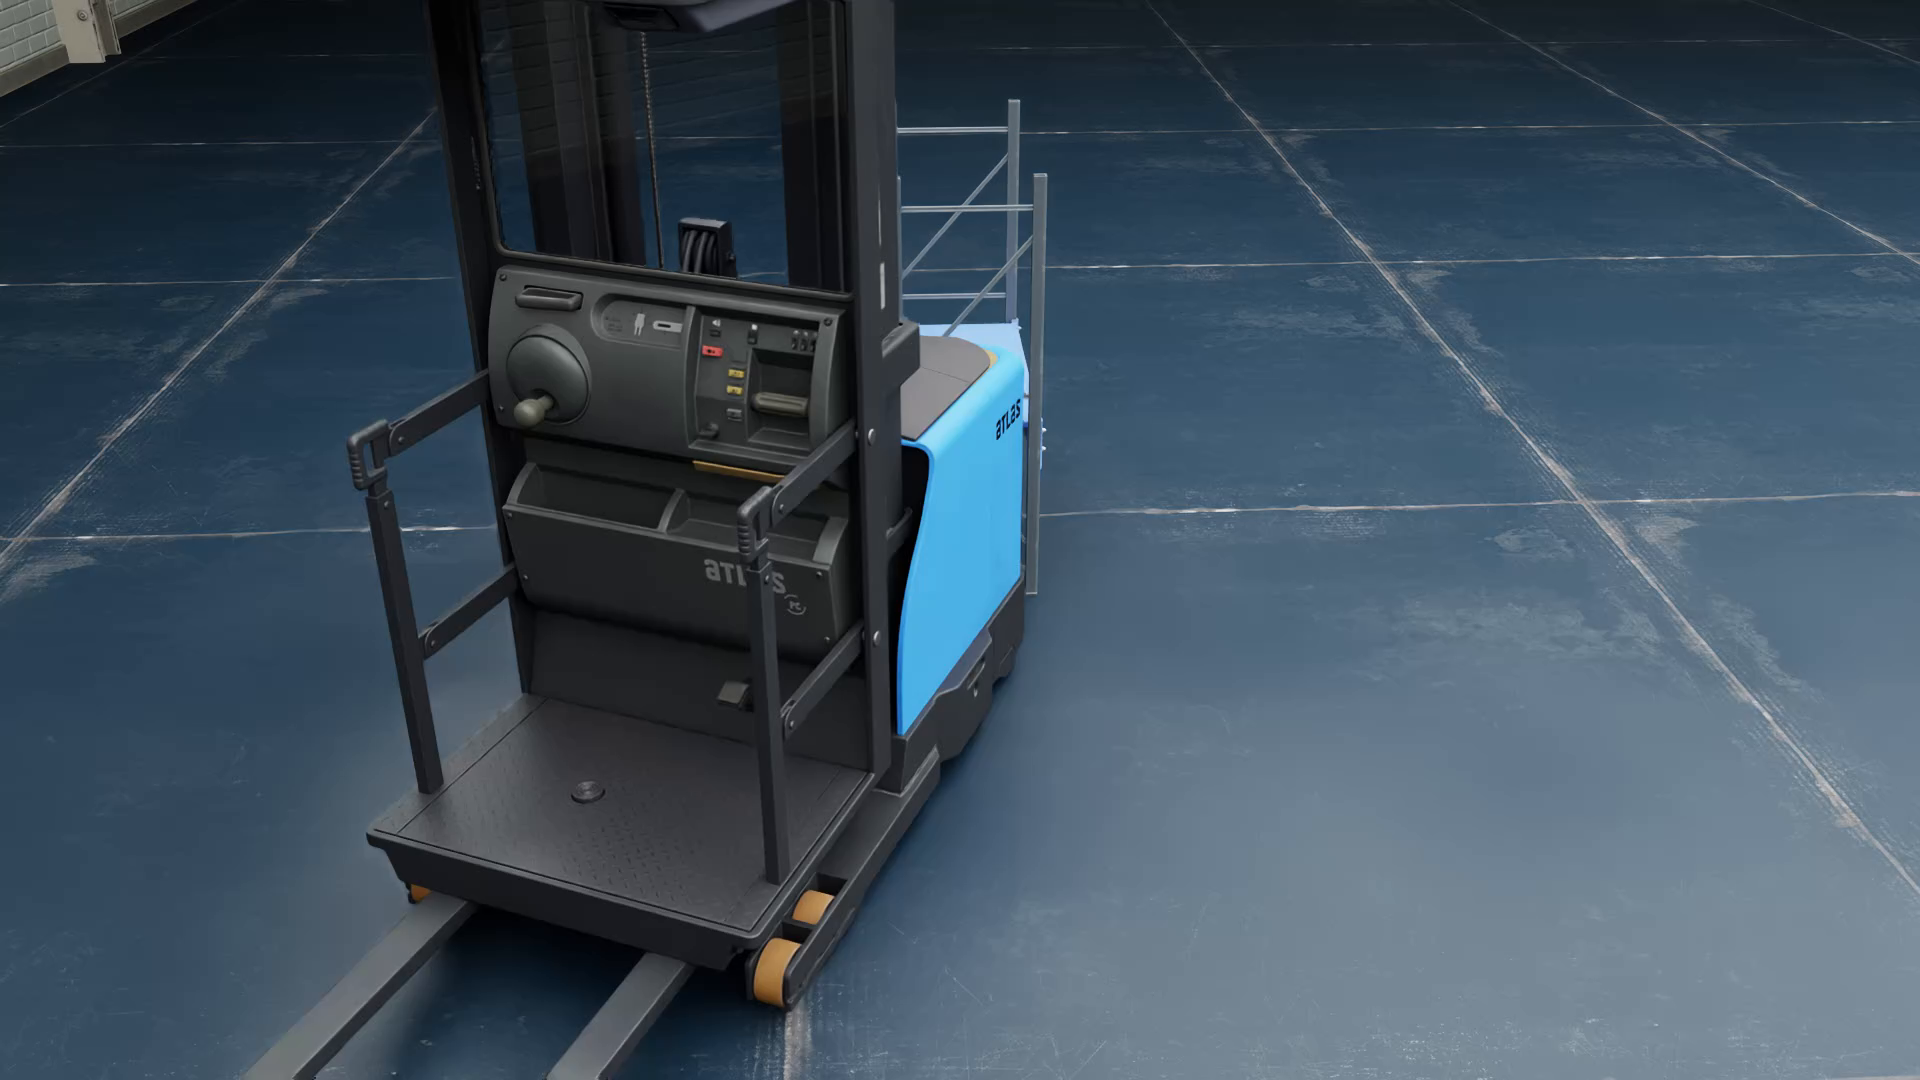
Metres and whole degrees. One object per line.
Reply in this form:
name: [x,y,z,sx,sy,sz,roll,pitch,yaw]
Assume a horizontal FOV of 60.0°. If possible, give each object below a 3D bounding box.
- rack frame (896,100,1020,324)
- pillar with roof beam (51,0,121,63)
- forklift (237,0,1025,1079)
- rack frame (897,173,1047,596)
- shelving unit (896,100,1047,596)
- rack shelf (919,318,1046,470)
rack frame: [-0.031,-0.939,6.429,0.500,1.500,0.032,-1,28,-3]
pillar with roof beam: [-3.030,-8.174,12.190,9.100,9.000,0.400,-1,28,-3]
forklift: [-0.796,-0.377,3.804,1.130,2.935,3.031,10,29,19]
rack frame: [0.022,-0.470,5.529,0.500,1.500,0.032,-1,28,-3]
shelving unit: [-0.004,-0.704,5.979,0.538,1.500,1.048,-1,28,-3]
rack shelf: [-0.004,-0.545,6.062,0.538,0.185,1.000,-1,28,-3]
